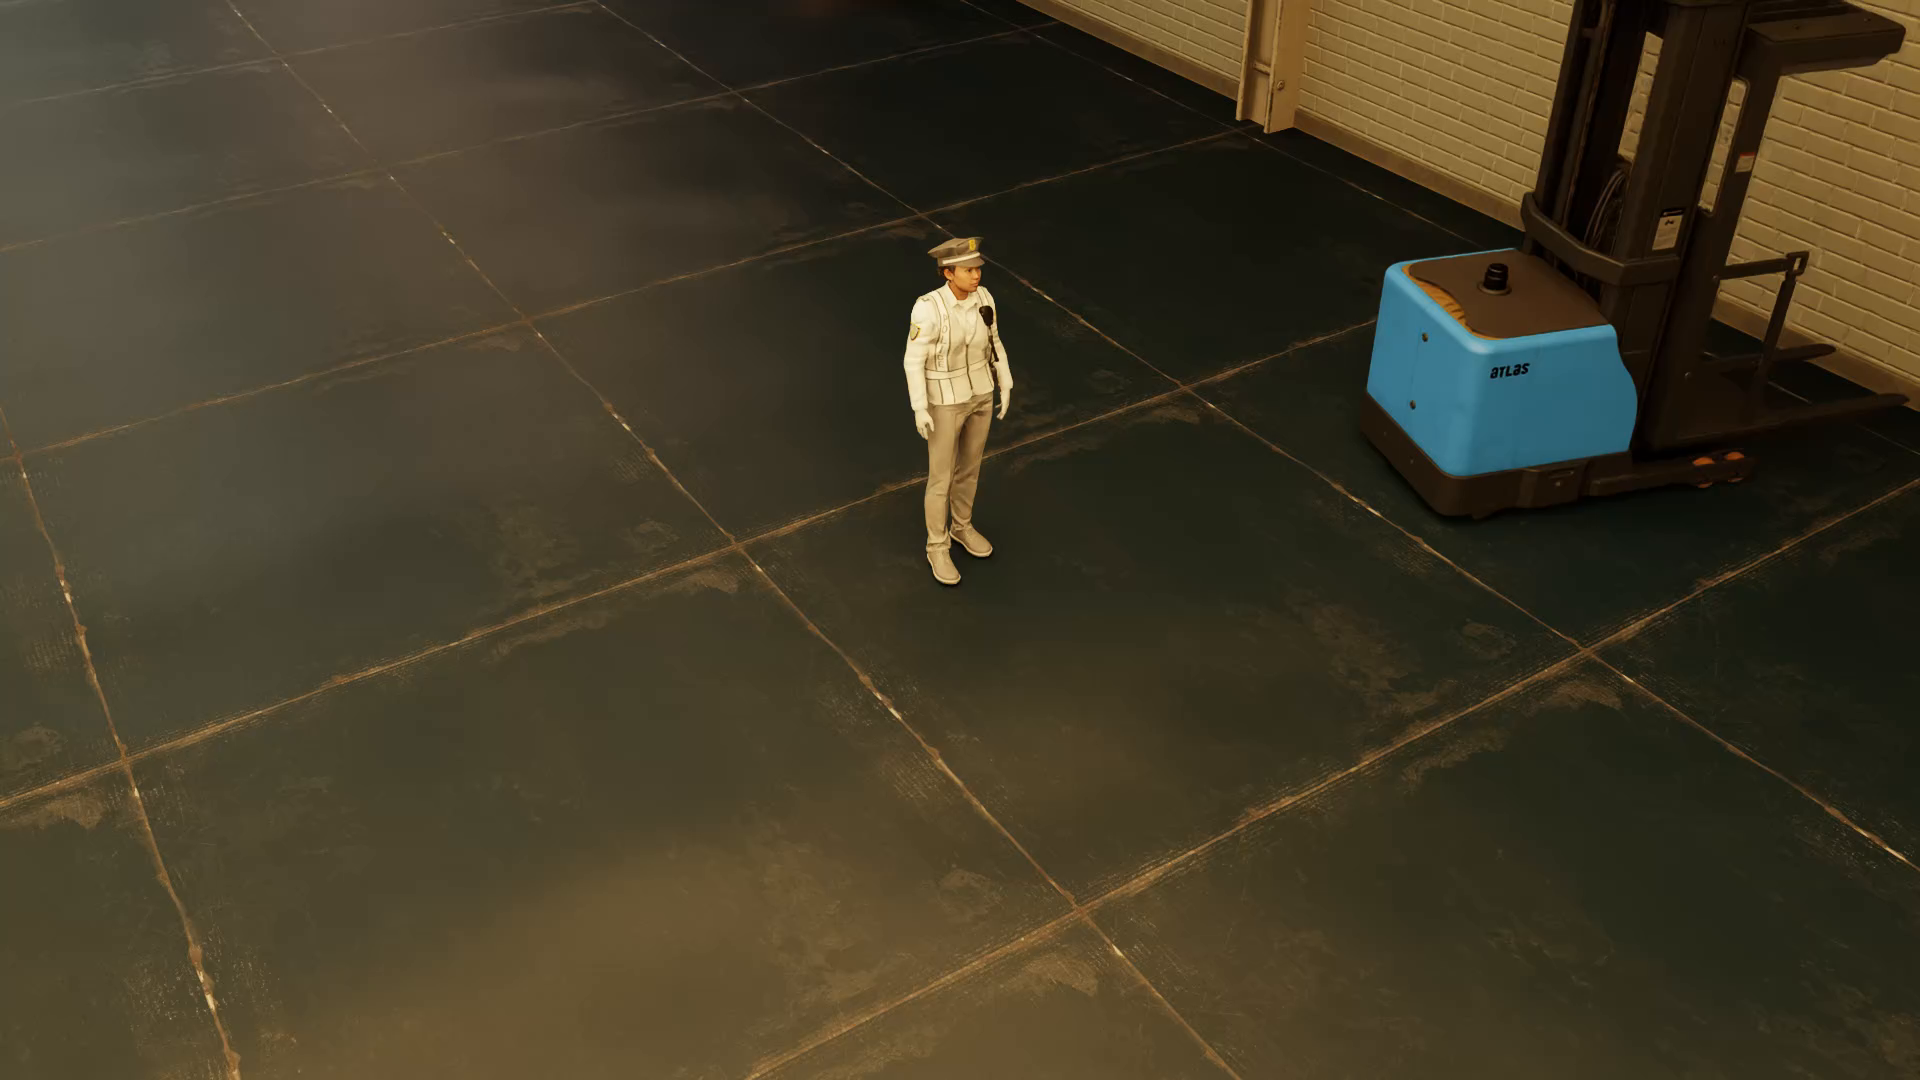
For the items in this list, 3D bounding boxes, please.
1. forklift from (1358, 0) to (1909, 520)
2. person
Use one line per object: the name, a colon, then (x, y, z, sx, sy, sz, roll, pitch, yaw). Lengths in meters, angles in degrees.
forklift: (3.849, -1.771, 8.668, 3.031, 2.935, 1.130, -9, 36, -12)
person: (0.031, -0.665, 8.157, 0.587, 1.696, 0.534, -21, 40, -27)
